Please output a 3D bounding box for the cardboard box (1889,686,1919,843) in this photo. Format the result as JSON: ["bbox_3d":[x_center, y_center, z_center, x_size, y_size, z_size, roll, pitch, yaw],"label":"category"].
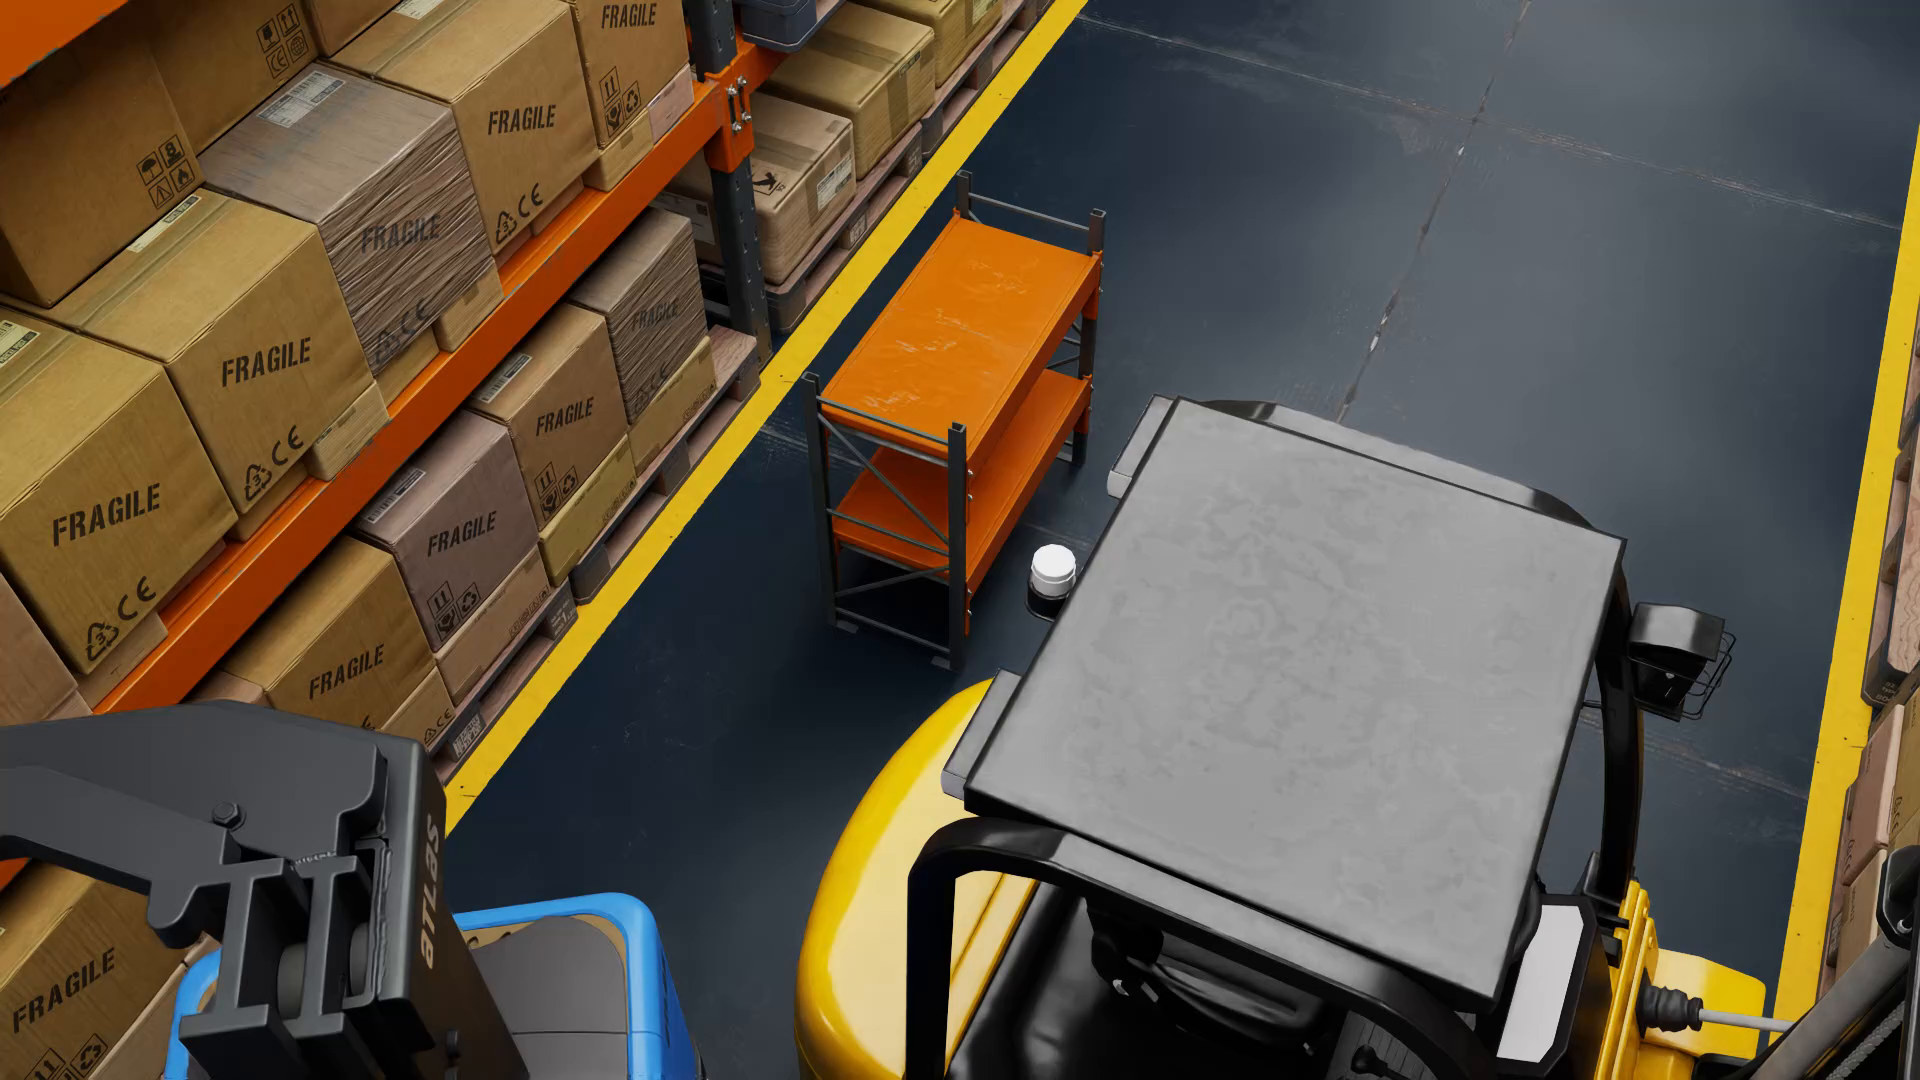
[{"bbox_3d":[2.814,0.644,4.434,0.500,0.250,0.500,20,52,16],"label":"cardboard box"}]

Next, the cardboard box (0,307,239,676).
[{"bbox_3d":[-2.010,-0.114,3.616,0.500,0.500,0.500,19,52,15],"label":"cardboard box"}]

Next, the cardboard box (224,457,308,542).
[{"bbox_3d":[-1.856,-0.182,4.101,0.380,0.149,0.250,19,52,15],"label":"cardboard box"}]

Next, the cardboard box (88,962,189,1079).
[{"bbox_3d":[-2.304,1.249,4.247,0.500,0.250,0.500,19,52,16],"label":"cardboard box"}]

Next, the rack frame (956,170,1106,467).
[{"bbox_3d":[0.220,-0.719,5.623,0.500,1.125,0.032,20,52,16],"label":"rack frame"}]

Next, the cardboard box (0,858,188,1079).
[{"bbox_3d":[-2.294,0.990,3.976,0.500,0.500,0.500,18,52,15],"label":"cardboard box"}]

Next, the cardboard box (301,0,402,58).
[{"bbox_3d":[-1.811,-1.670,4.284,0.700,0.500,0.500,20,52,16],"label":"cardboard box"}]

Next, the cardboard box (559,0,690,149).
[{"bbox_3d":[-1.154,-1.536,4.827,0.500,0.500,0.500,19,52,15],"label":"cardboard box"}]

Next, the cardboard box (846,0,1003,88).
[{"bbox_3d":[-0.368,-2.417,7.286,0.950,0.372,0.625,21,53,17],"label":"cardboard box"}]

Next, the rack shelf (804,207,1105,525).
[{"bbox_3d":[0.003,-0.559,5.103,0.538,0.278,1.000,20,52,16],"label":"rack shelf"}]

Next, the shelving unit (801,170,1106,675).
[{"bbox_3d":[0.003,-0.369,5.326,0.538,1.125,1.048,20,52,16],"label":"shelving unit"}]

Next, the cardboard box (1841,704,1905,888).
[{"bbox_3d":[2.794,0.798,4.631,0.500,0.250,0.500,20,53,16],"label":"cardboard box"}]

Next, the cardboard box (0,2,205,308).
[{"bbox_3d":[-2.191,-0.945,3.667,0.700,0.500,0.500,19,52,16],"label":"cardboard box"}]

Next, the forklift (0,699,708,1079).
[{"bbox_3d":[-0.952,1.689,2.388,1.130,2.935,3.031,-7,50,-6],"label":"forklift"}]

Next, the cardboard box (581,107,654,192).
[{"bbox_3d":[-1.151,-1.219,4.982,0.380,0.149,0.250,21,53,17],"label":"cardboard box"}]

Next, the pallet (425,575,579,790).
[{"bbox_3d":[-1.964,0.426,5.249,1.003,0.211,1.213,20,52,16],"label":"pallet"}]

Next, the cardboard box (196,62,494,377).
[{"bbox_3d":[-1.586,-0.821,4.218,0.500,0.500,0.500,21,53,17],"label":"cardboard box"}]

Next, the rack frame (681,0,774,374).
[{"bbox_3d":[-1.189,-1.795,5.307,1.000,3.000,0.127,20,52,16],"label":"rack frame"}]

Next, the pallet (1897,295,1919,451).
[{"bbox_3d":[4.099,-0.642,6.157,1.003,0.211,1.213,20,52,16],"label":"pallet"}]

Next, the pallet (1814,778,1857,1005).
[{"bbox_3d":[2.922,1.255,4.543,1.003,0.211,1.213,20,52,16],"label":"pallet"}]

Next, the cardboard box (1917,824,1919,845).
[{"bbox_3d":[2.582,0.829,3.949,0.500,0.250,0.500,20,52,16],"label":"cardboard box"}]

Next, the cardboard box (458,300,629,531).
[{"bbox_3d":[-1.415,-0.437,5.190,0.500,0.500,0.500,21,53,17],"label":"cardboard box"}]

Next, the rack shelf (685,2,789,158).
[{"bbox_3d":[-0.335,-2.939,6.753,1.077,0.370,4.000,20,52,16],"label":"rack shelf"}]

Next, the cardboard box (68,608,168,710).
[{"bbox_3d":[-2.054,0.191,3.783,0.380,0.149,0.250,21,53,17],"label":"cardboard box"}]

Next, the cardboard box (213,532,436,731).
[{"bbox_3d":[-1.853,0.286,4.575,0.500,0.500,0.500,21,53,17],"label":"cardboard box"}]

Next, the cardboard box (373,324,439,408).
[{"bbox_3d":[-1.619,-0.526,4.393,0.380,0.149,0.250,19,52,15],"label":"cardboard box"}]

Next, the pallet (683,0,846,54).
[{"bbox_3d":[-0.731,-2.211,5.788,1.003,0.211,1.213,20,52,16],"label":"pallet"}]

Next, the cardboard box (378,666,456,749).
[{"bbox_3d":[-1.857,0.520,4.867,0.500,0.250,0.500,23,53,18],"label":"cardboard box"}]

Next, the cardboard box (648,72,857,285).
[{"bbox_3d":[-0.968,-1.441,6.456,0.950,0.372,0.625,20,53,17],"label":"cardboard box"}]

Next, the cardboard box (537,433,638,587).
[{"bbox_3d":[-1.417,-0.175,5.459,0.500,0.250,0.500,19,52,15],"label":"cardboard box"}]

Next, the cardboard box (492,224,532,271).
[{"bbox_3d":[-1.452,-0.898,4.709,0.380,0.149,0.250,19,52,16],"label":"cardboard box"}]

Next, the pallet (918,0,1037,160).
[{"bbox_3d":[-0.338,-2.271,7.543,1.003,0.211,1.213,20,52,16],"label":"pallet"}]
